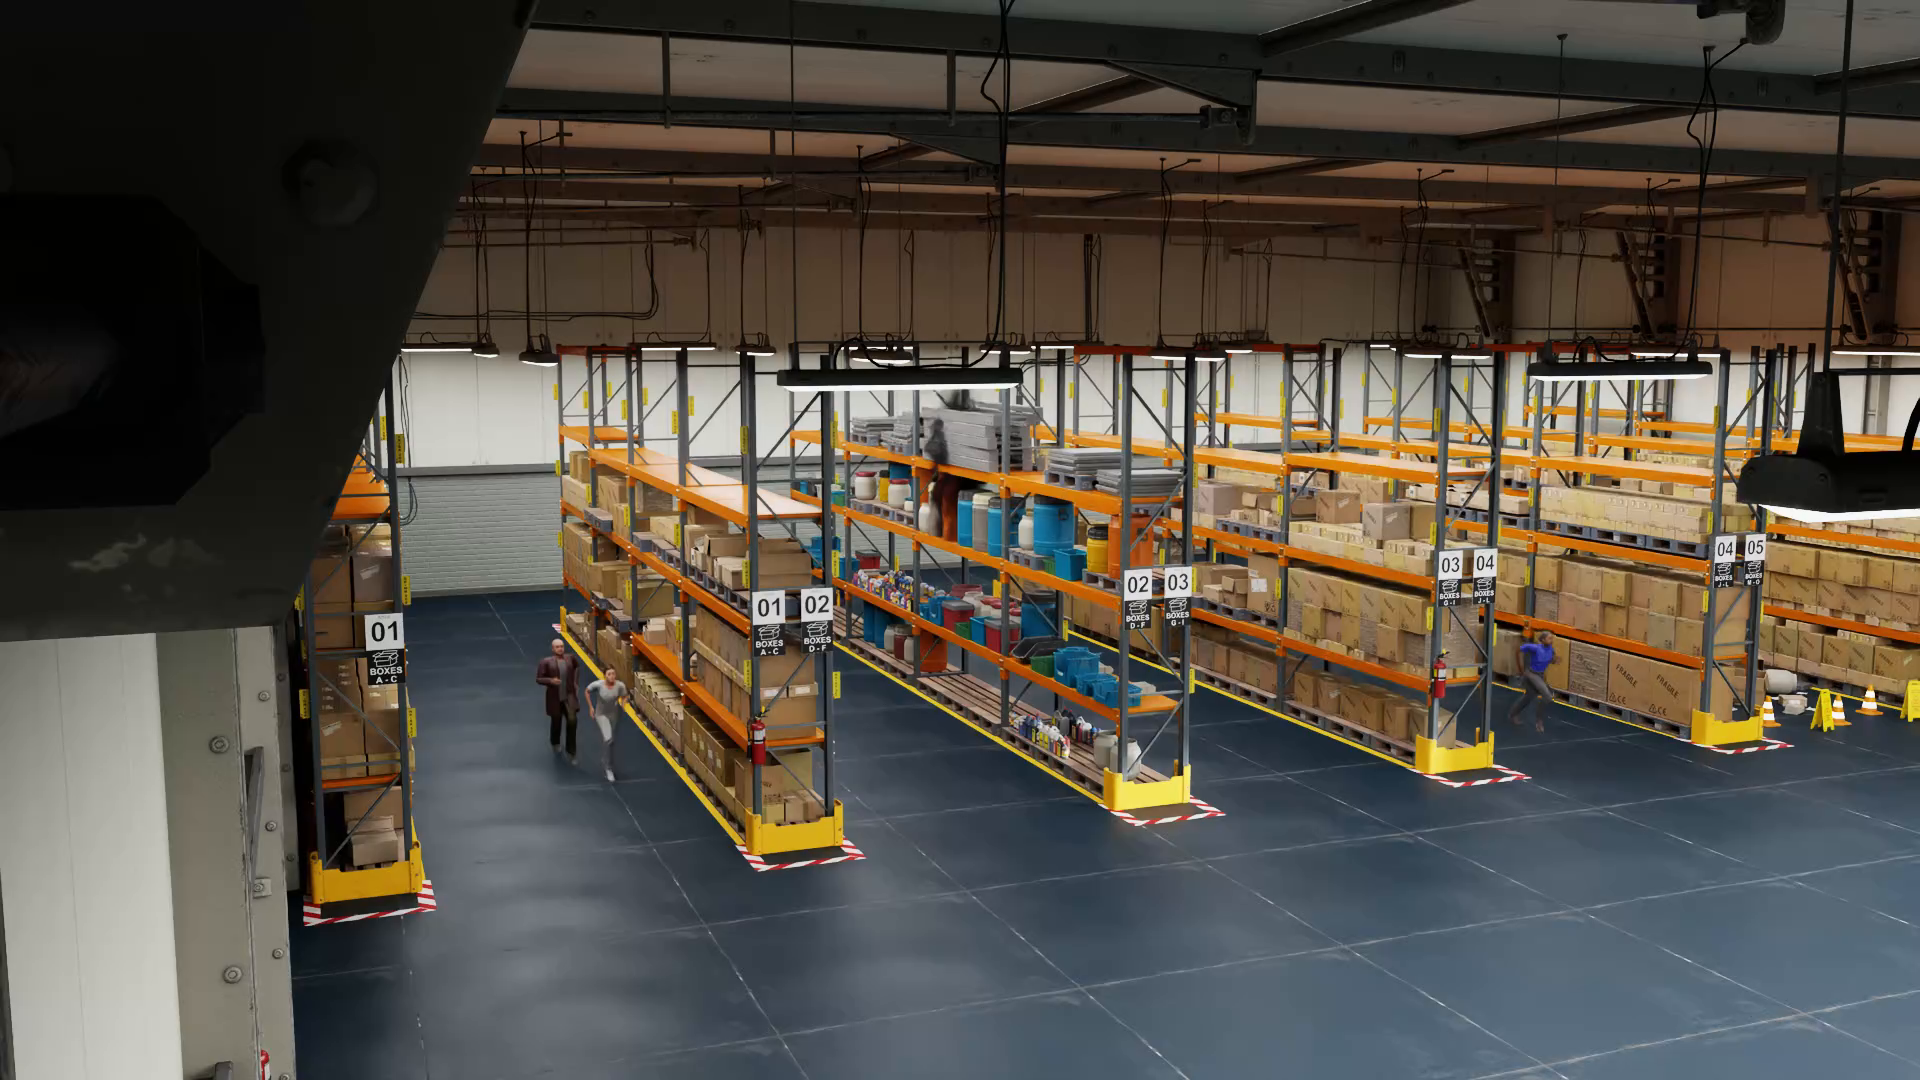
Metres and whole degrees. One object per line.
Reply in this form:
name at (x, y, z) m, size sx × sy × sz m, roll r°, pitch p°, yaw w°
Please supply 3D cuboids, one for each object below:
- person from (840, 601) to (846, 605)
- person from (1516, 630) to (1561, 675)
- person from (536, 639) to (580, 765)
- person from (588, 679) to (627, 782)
person at (-2.881, 0.742, 37.937) m, size 0.761 × 1.627 × 0.652 m, roll 0°, pitch 7°, yaw -3°
person at (9.148, 1.773, 26.112) m, size 0.568 × 0.736 × 0.628 m, roll -6°, pitch 9°, yaw -38°
person at (-5.880, 2.343, 24.436) m, size 0.689 × 1.821 × 0.880 m, roll -3°, pitch 8°, yaw -24°
person at (-5.026, 2.650, 23.663) m, size 0.543 × 1.431 × 0.846 m, roll -4°, pitch 8°, yaw -28°
